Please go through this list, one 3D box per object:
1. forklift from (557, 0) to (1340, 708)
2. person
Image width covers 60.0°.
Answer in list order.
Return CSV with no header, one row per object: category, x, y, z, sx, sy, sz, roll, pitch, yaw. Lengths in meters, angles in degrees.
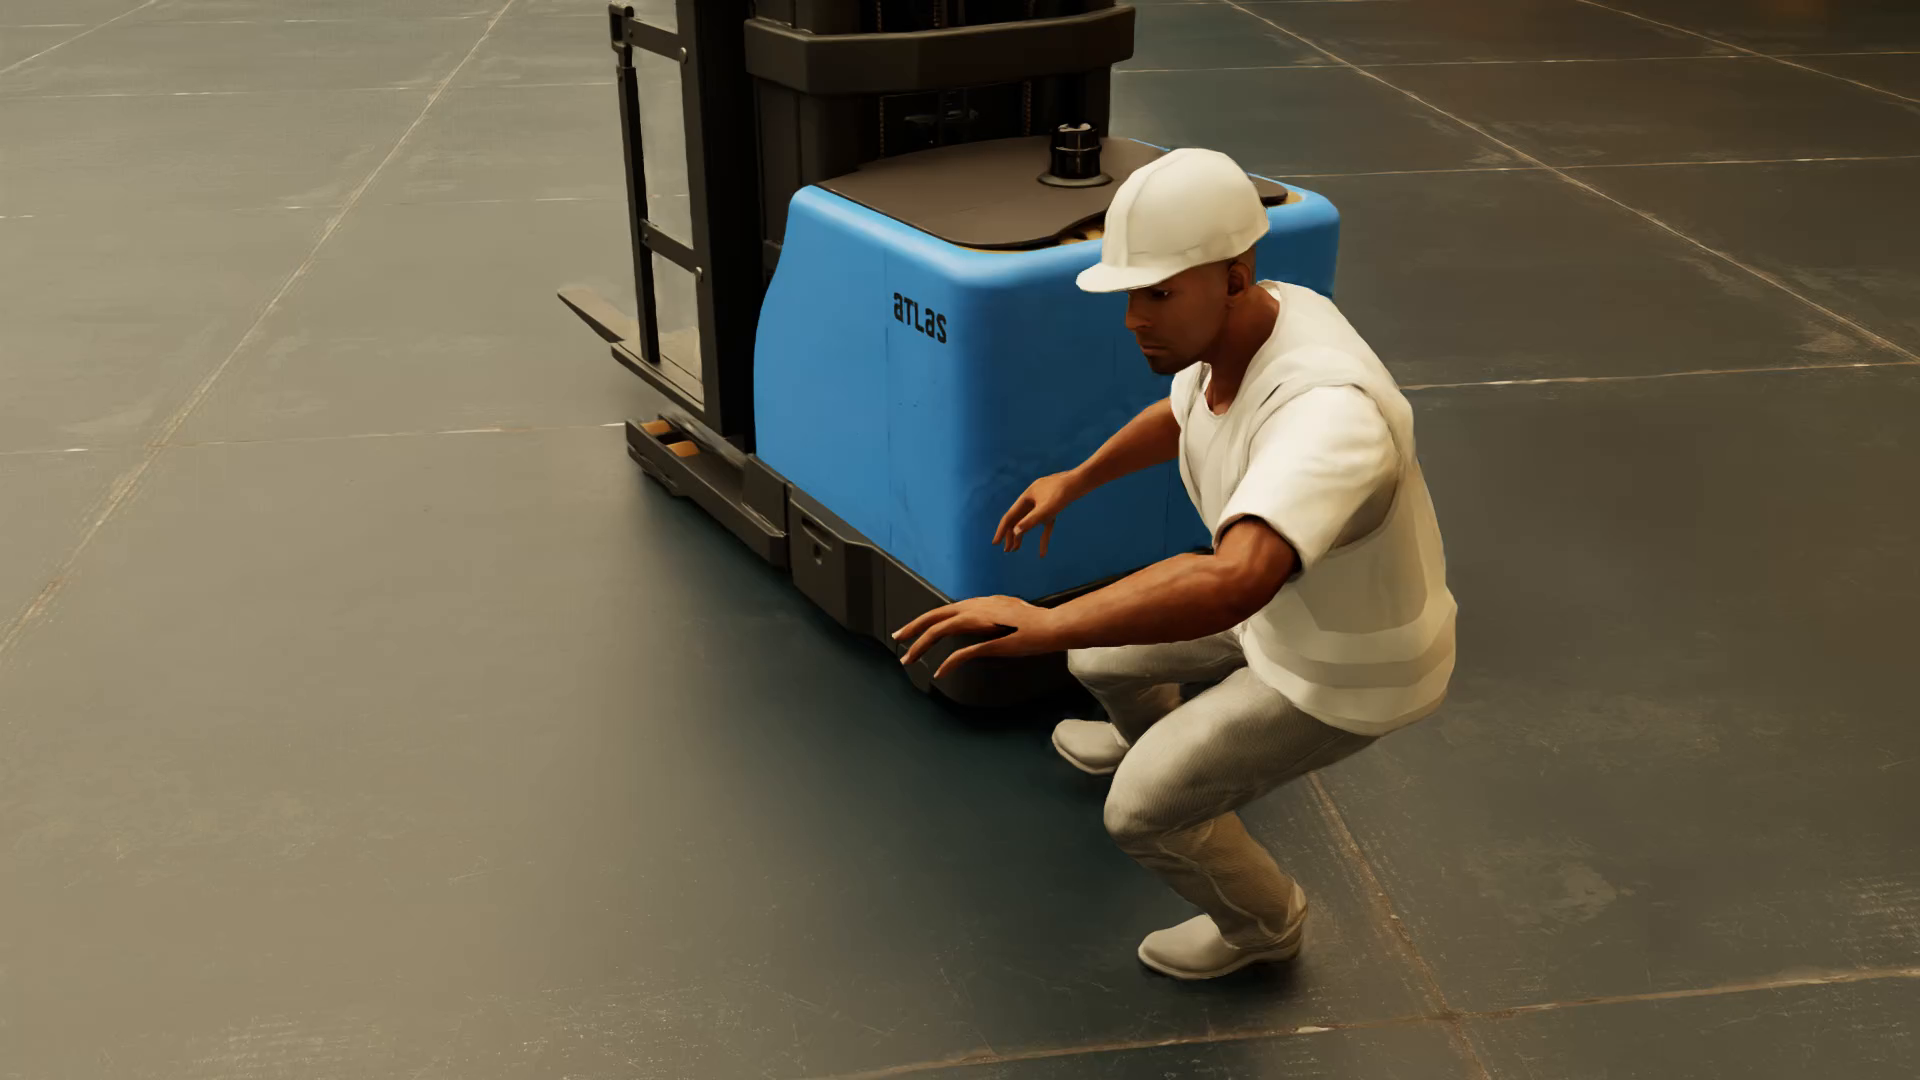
forklift,-0.345,-1.542,4.430,1.130,2.935,3.031,-16,30,-29
person,0.288,0.098,2.687,0.912,1.515,1.242,-4,26,-8
